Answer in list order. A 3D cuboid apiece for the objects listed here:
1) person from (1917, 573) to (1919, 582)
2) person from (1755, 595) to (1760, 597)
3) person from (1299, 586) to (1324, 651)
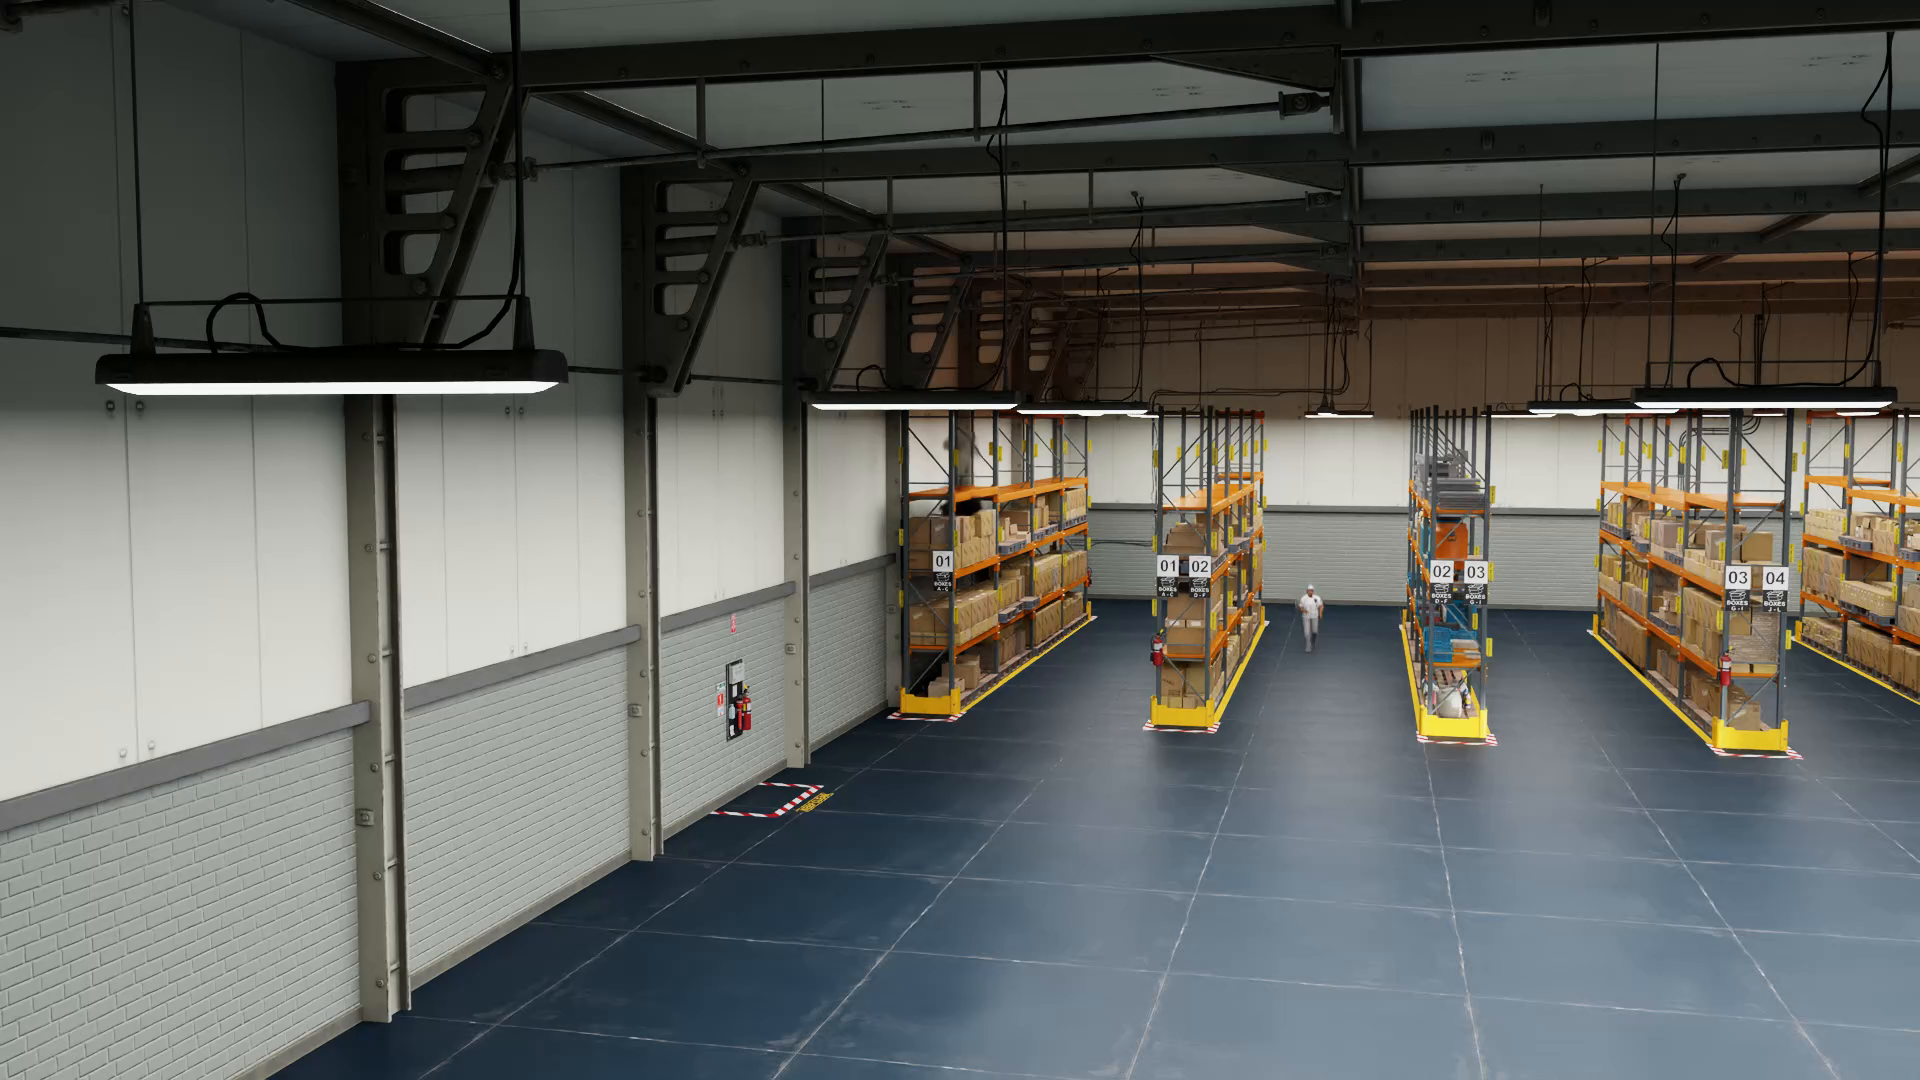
[{"bbox_3d":[25.480,1.694,44.136,0.596,1.737,0.675,0,4,-2],"label":"person"},{"bbox_3d":[20.804,1.779,43.914,0.600,1.613,0.589,3,5,34],"label":"person"},{"bbox_3d":[8.702,1.949,41.230,0.593,1.629,0.577,1,4,13],"label":"person"}]
